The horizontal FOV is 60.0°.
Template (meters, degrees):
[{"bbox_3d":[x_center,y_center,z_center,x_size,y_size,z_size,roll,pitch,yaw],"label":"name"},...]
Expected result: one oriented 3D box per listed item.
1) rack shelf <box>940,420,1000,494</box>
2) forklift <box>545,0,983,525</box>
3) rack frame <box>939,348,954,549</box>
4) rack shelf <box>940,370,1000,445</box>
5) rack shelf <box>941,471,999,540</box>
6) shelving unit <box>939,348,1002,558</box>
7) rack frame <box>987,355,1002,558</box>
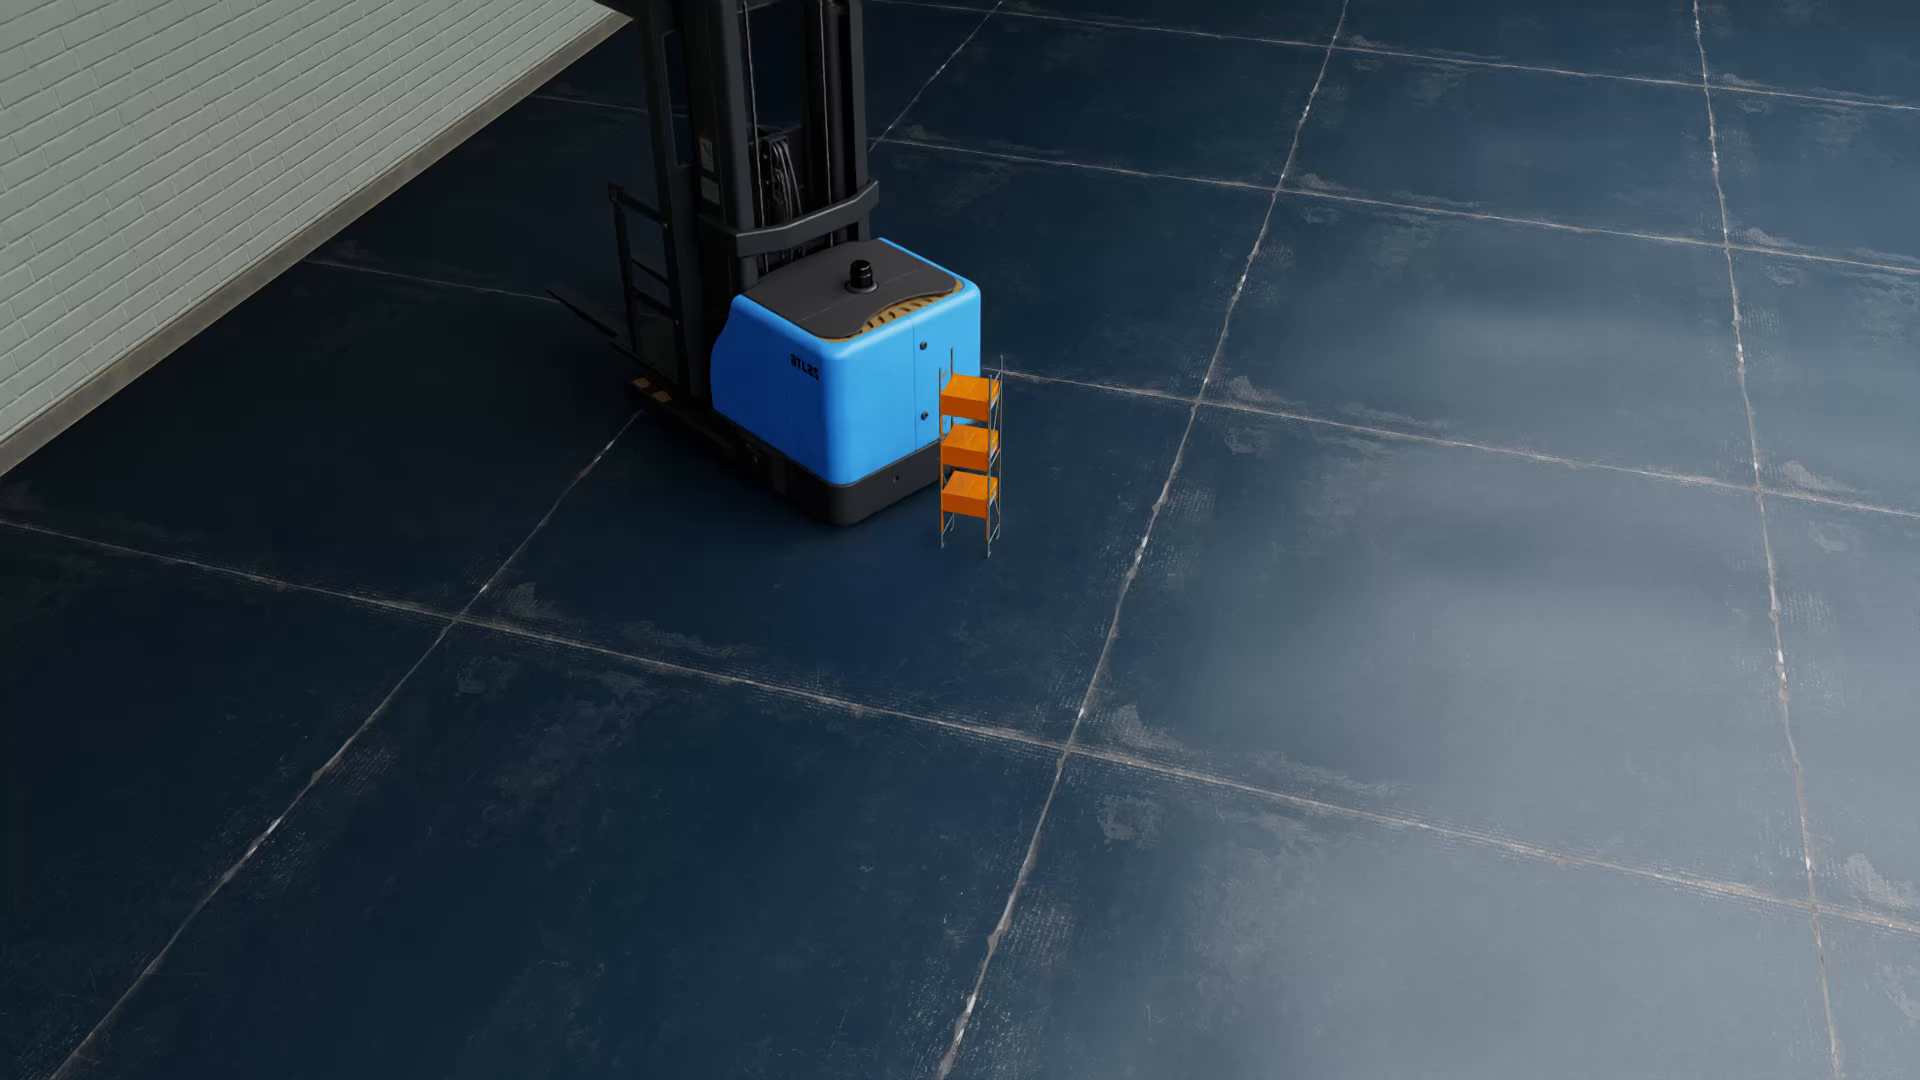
[{"bbox_3d":[0.051,-0.405,8.117,0.240,0.259,0.215,10,38,14],"label":"rack shelf"},{"bbox_3d":[-1.257,-2.037,8.729,1.130,2.935,3.031,-29,45,-34],"label":"forklift"},{"bbox_3d":[-0.065,-0.435,8.140,0.008,1.050,0.200,10,38,14],"label":"rack frame"},{"bbox_3d":[0.051,-0.633,7.949,0.240,0.259,0.215,10,38,14],"label":"rack shelf"},{"bbox_3d":[0.051,-0.181,8.282,0.240,0.259,0.215,10,38,14],"label":"rack shelf"},{"bbox_3d":[0.051,-0.413,8.111,0.252,1.050,0.215,10,38,14],"label":"shelving unit"},{"bbox_3d":[0.168,-0.392,8.082,0.008,1.050,0.200,10,38,14],"label":"rack frame"}]
